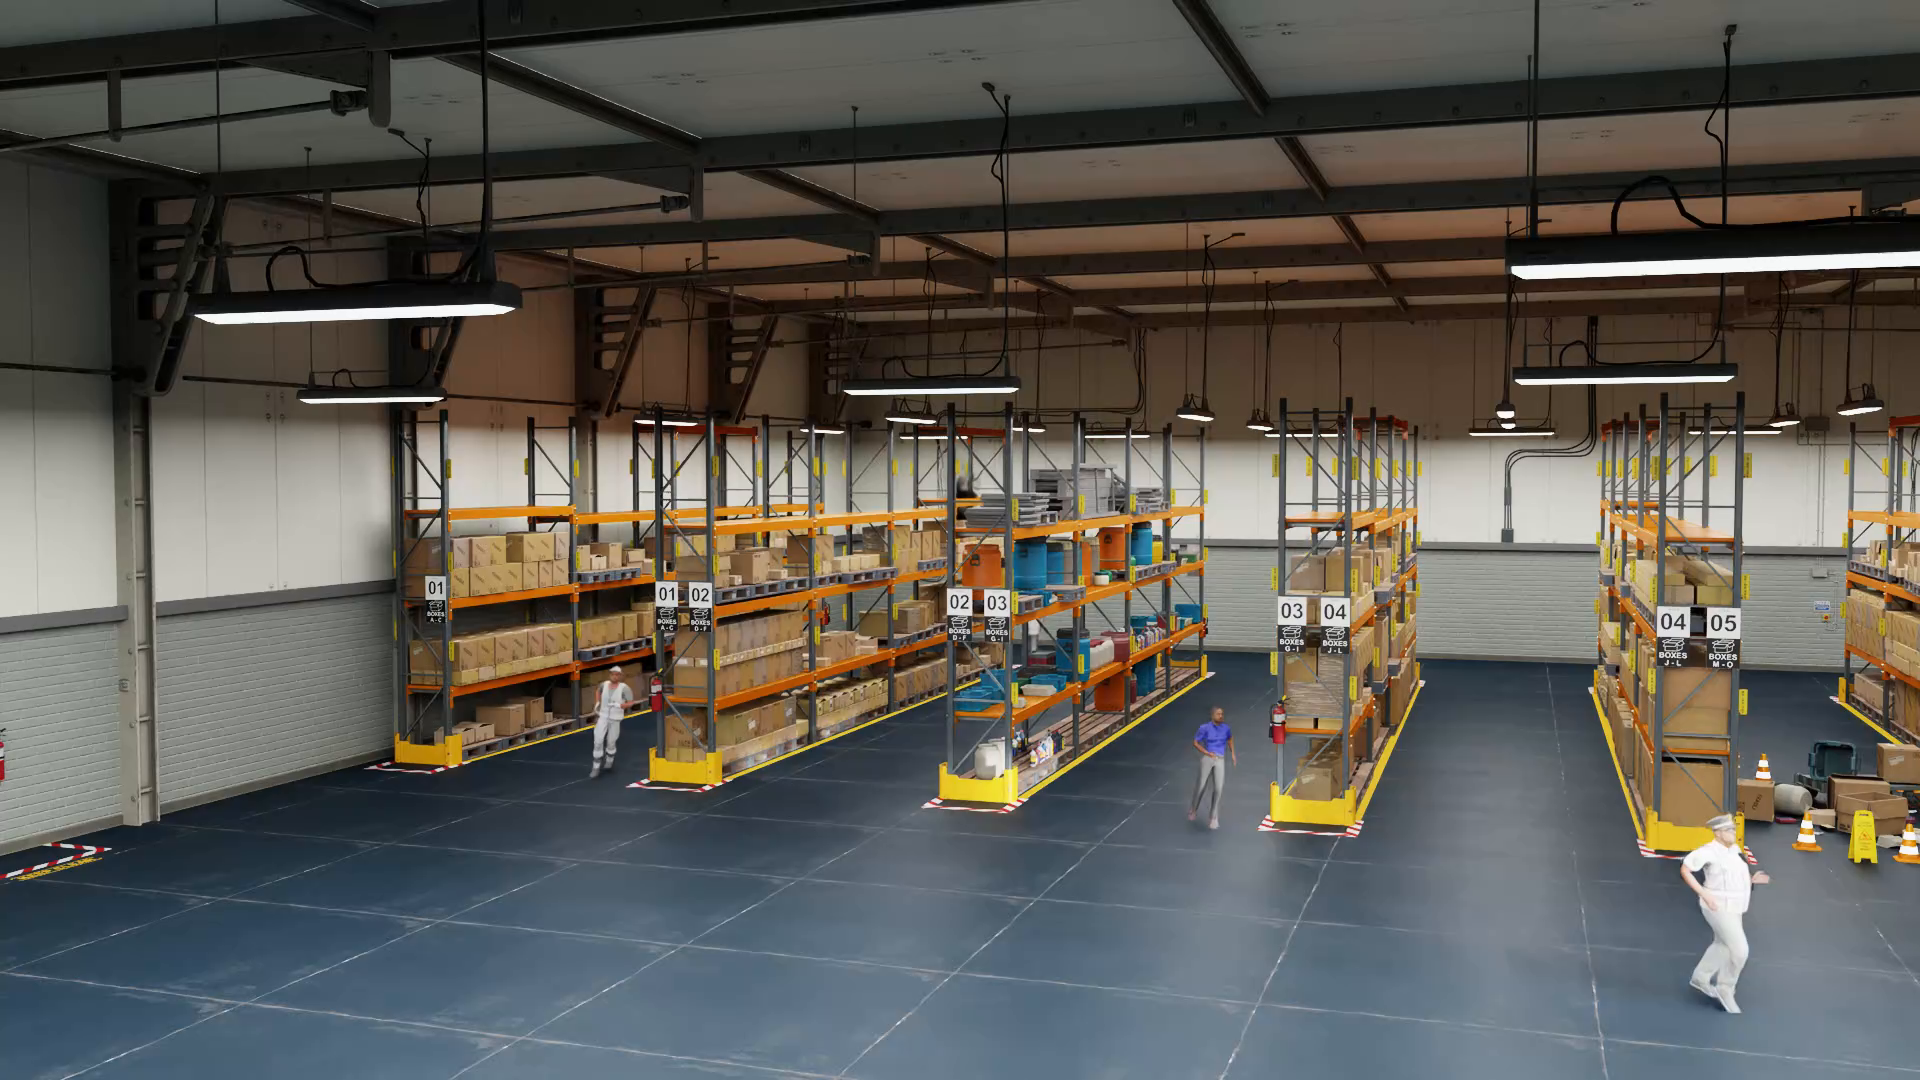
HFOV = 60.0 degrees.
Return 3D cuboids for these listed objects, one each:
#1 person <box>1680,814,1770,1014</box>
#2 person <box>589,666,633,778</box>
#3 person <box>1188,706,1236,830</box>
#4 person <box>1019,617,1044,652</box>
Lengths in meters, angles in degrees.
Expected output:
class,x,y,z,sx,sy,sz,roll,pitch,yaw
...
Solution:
class,x,y,z,sx,sy,sz,roll,pitch,yaw
person,7.127,3.462,15.469,0.637,1.844,0.725,-2,3,-40
person,-5.677,2.959,27.270,0.677,1.819,0.829,0,2,1
person,3.571,3.227,23.385,0.642,1.605,0.720,0,2,-8
person,1.588,2.173,38.041,0.655,1.810,0.844,0,2,5
